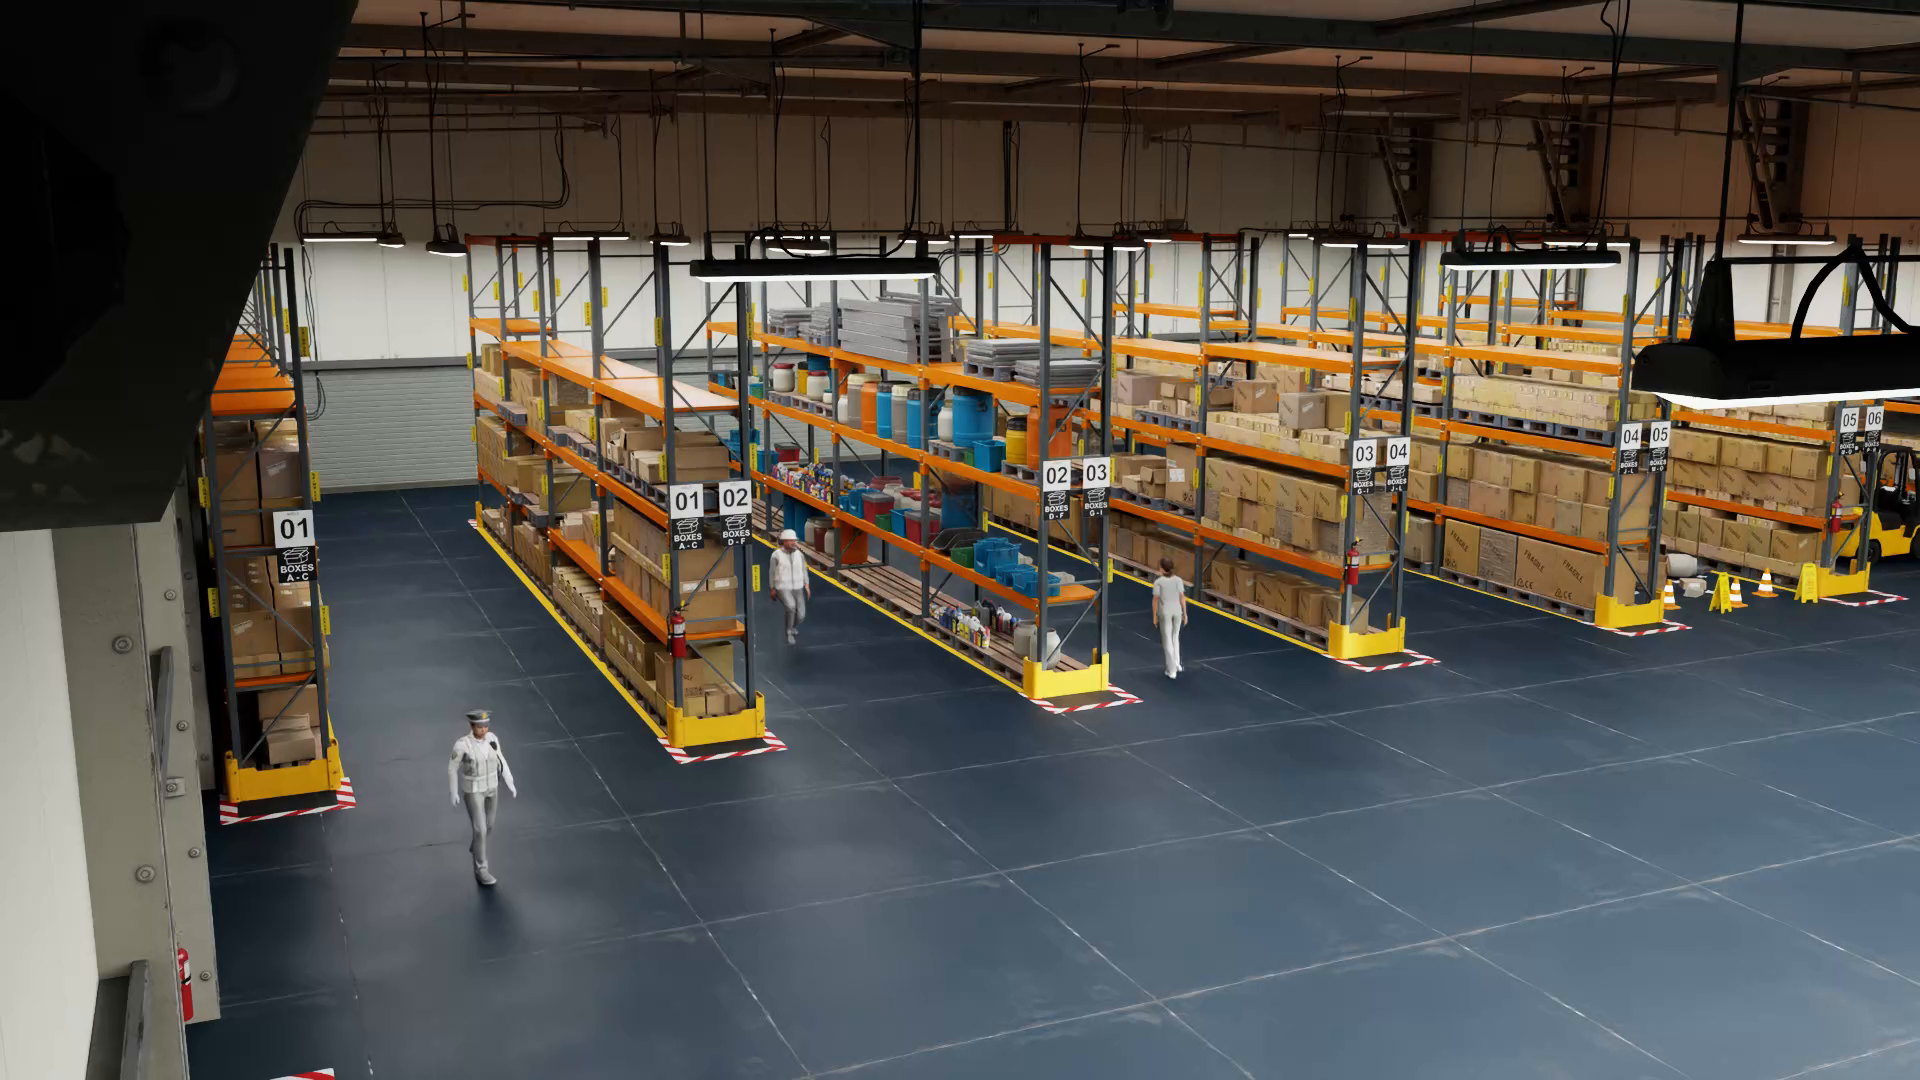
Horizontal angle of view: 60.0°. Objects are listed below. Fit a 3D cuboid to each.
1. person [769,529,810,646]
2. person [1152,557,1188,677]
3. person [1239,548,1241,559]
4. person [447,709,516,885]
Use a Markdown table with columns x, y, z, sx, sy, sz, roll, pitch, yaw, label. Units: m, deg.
| x | y | z | sx | sy | sz | roll | pitch | yaw | label |
| --- | --- | --- | --- | --- | --- | --- | --- | --- | --- |
| -2.436 | 0.668 | 24.253 | 0.564 | 1.613 | 0.666 | -6 | 12 | -28 | person |
| 2.914 | 1.071 | 23.192 | 0.483 | 1.656 | 0.515 | -2 | 11 | -10 | person |
| 5.197 | -0.238 | 30.086 | 0.534 | 1.669 | 0.644 | -5 | 12 | -22 | person |
| -4.662 | 2.443 | 16.184 | 0.735 | 1.662 | 0.551 | 8 | 14 | 37 | person |
